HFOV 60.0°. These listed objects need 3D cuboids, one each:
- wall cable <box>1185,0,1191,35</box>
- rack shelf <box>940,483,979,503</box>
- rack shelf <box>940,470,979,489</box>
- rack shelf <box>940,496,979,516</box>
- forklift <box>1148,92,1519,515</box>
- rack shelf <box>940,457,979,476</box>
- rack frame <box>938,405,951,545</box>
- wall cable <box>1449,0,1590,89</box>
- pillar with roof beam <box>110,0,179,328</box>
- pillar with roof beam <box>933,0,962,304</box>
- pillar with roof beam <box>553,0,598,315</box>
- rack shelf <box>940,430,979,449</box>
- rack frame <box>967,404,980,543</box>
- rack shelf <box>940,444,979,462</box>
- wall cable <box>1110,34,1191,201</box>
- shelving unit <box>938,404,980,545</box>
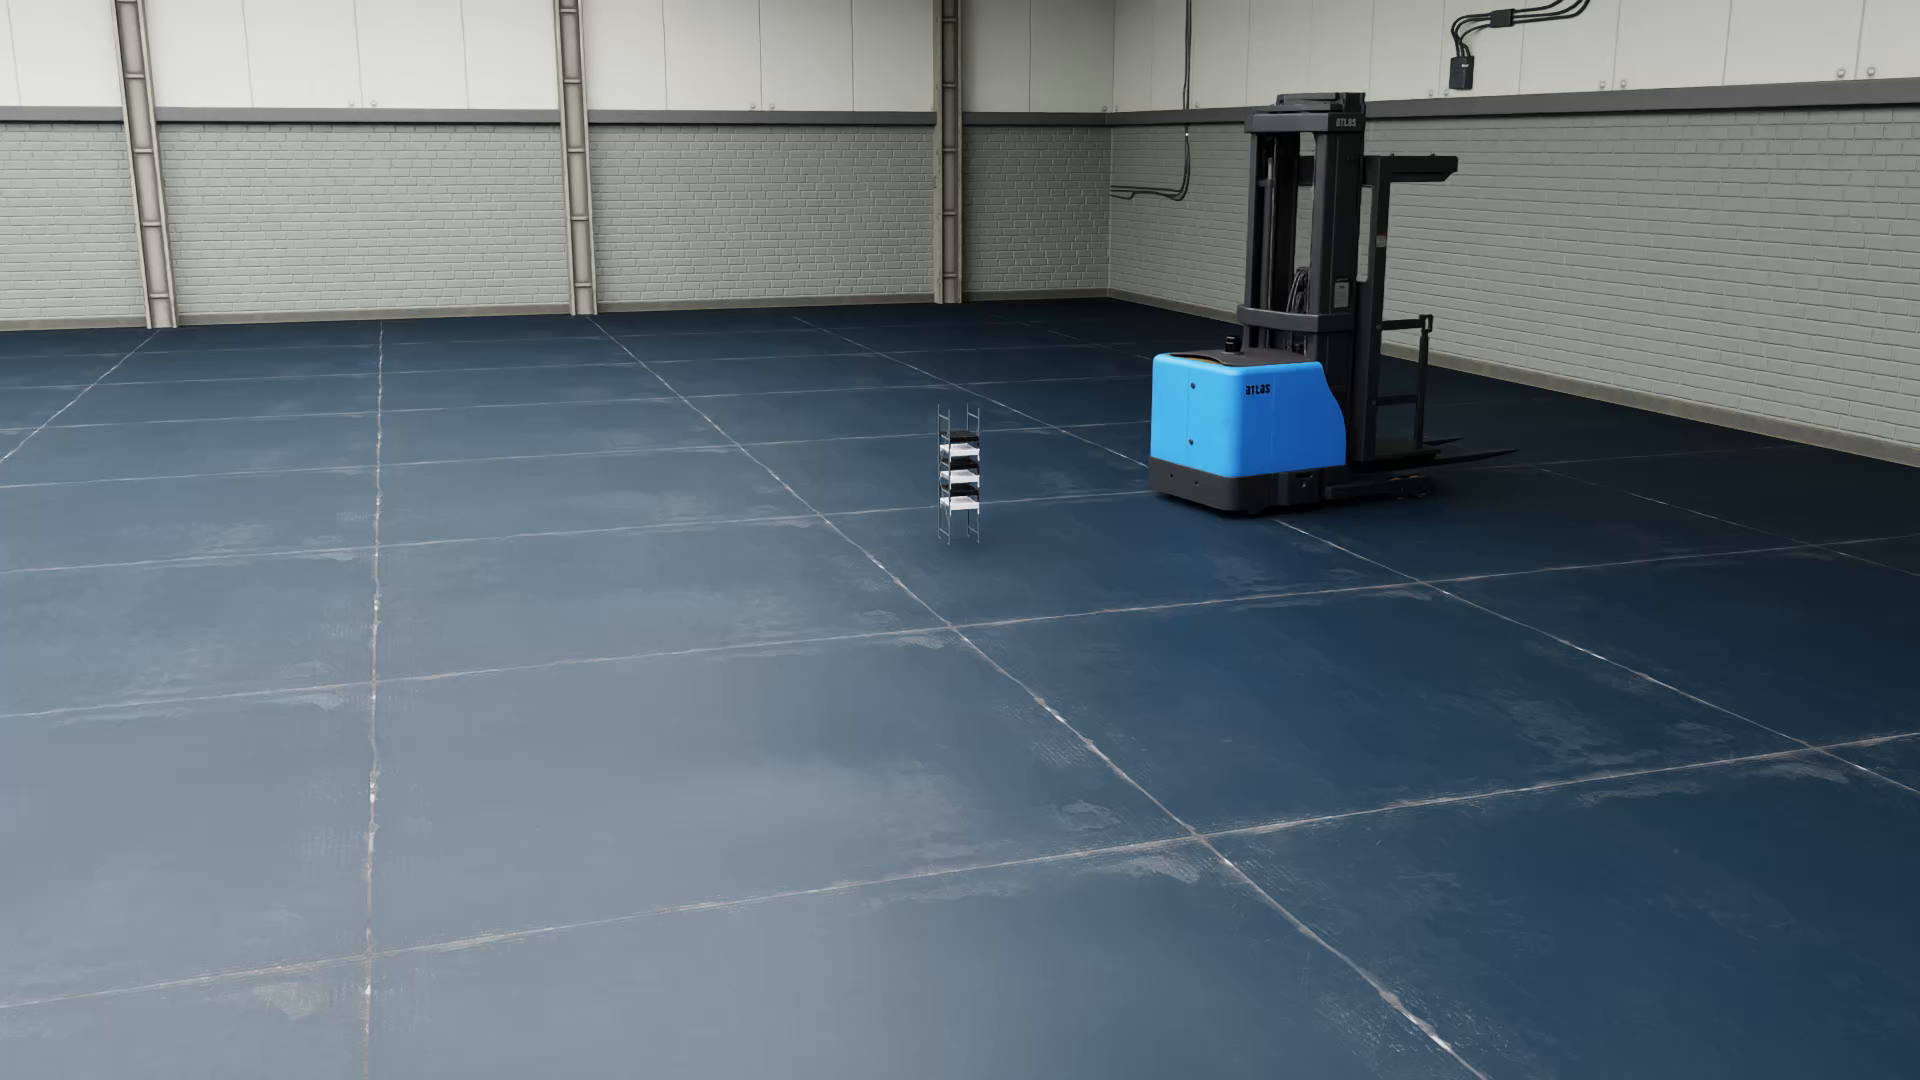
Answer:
[{"bbox_3d":[3.874,-8.641,23.821,0.112,2.526,3.097,-4,14,-18],"label":"wall cable"},{"bbox_3d":[-0.008,-0.317,11.065,0.200,0.077,0.258,-4,14,-18],"label":"rack shelf"},{"bbox_3d":[-0.008,-0.405,11.044,0.200,0.077,0.258,-4,14,-18],"label":"rack shelf"},{"bbox_3d":[-0.008,-0.230,11.086,0.200,0.077,0.258,-4,14,-18],"label":"rack shelf"},{"bbox_3d":[2.954,-1.826,12.484,3.031,2.935,1.130,-7,15,-28],"label":"forklift"},{"bbox_3d":[-0.008,-0.492,11.023,0.200,0.077,0.258,-4,14,-18],"label":"rack shelf"},{"bbox_3d":[-0.104,-0.430,11.005,0.006,0.900,0.240,-4,14,-18],"label":"rack frame"},{"bbox_3d":[6.024,-7.859,17.389,0.169,6.003,2.305,-4,14,-18],"label":"wall cable"},{"bbox_3d":[-10.203,-6.531,19.153,0.400,9.000,9.100,-4,14,-18],"label":"pillar with roof beam"},{"bbox_3d":[1.170,-7.417,22.876,0.400,9.000,9.100,-4,14,-18],"label":"pillar with roof beam"},{"bbox_3d":[-4.517,-6.974,21.015,0.400,9.000,9.100,-4,14,-18],"label":"pillar with roof beam"},{"bbox_3d":[-0.008,-0.667,10.981,0.200,0.077,0.258,-4,14,-18],"label":"rack shelf"},{"bbox_3d":[0.089,-0.445,11.068,0.006,0.900,0.240,-4,14,-18],"label":"rack frame"},{"bbox_3d":[-0.008,-0.580,11.002,0.200,0.077,0.258,-4,14,-18],"label":"rack shelf"},{"bbox_3d":[3.011,-6.777,26.900,0.112,2.526,3.097,-4,14,-18],"label":"wall cable"},{"bbox_3d":[-0.008,-0.437,11.036,0.210,0.900,0.258,-4,14,-18],"label":"shelving unit"}]
